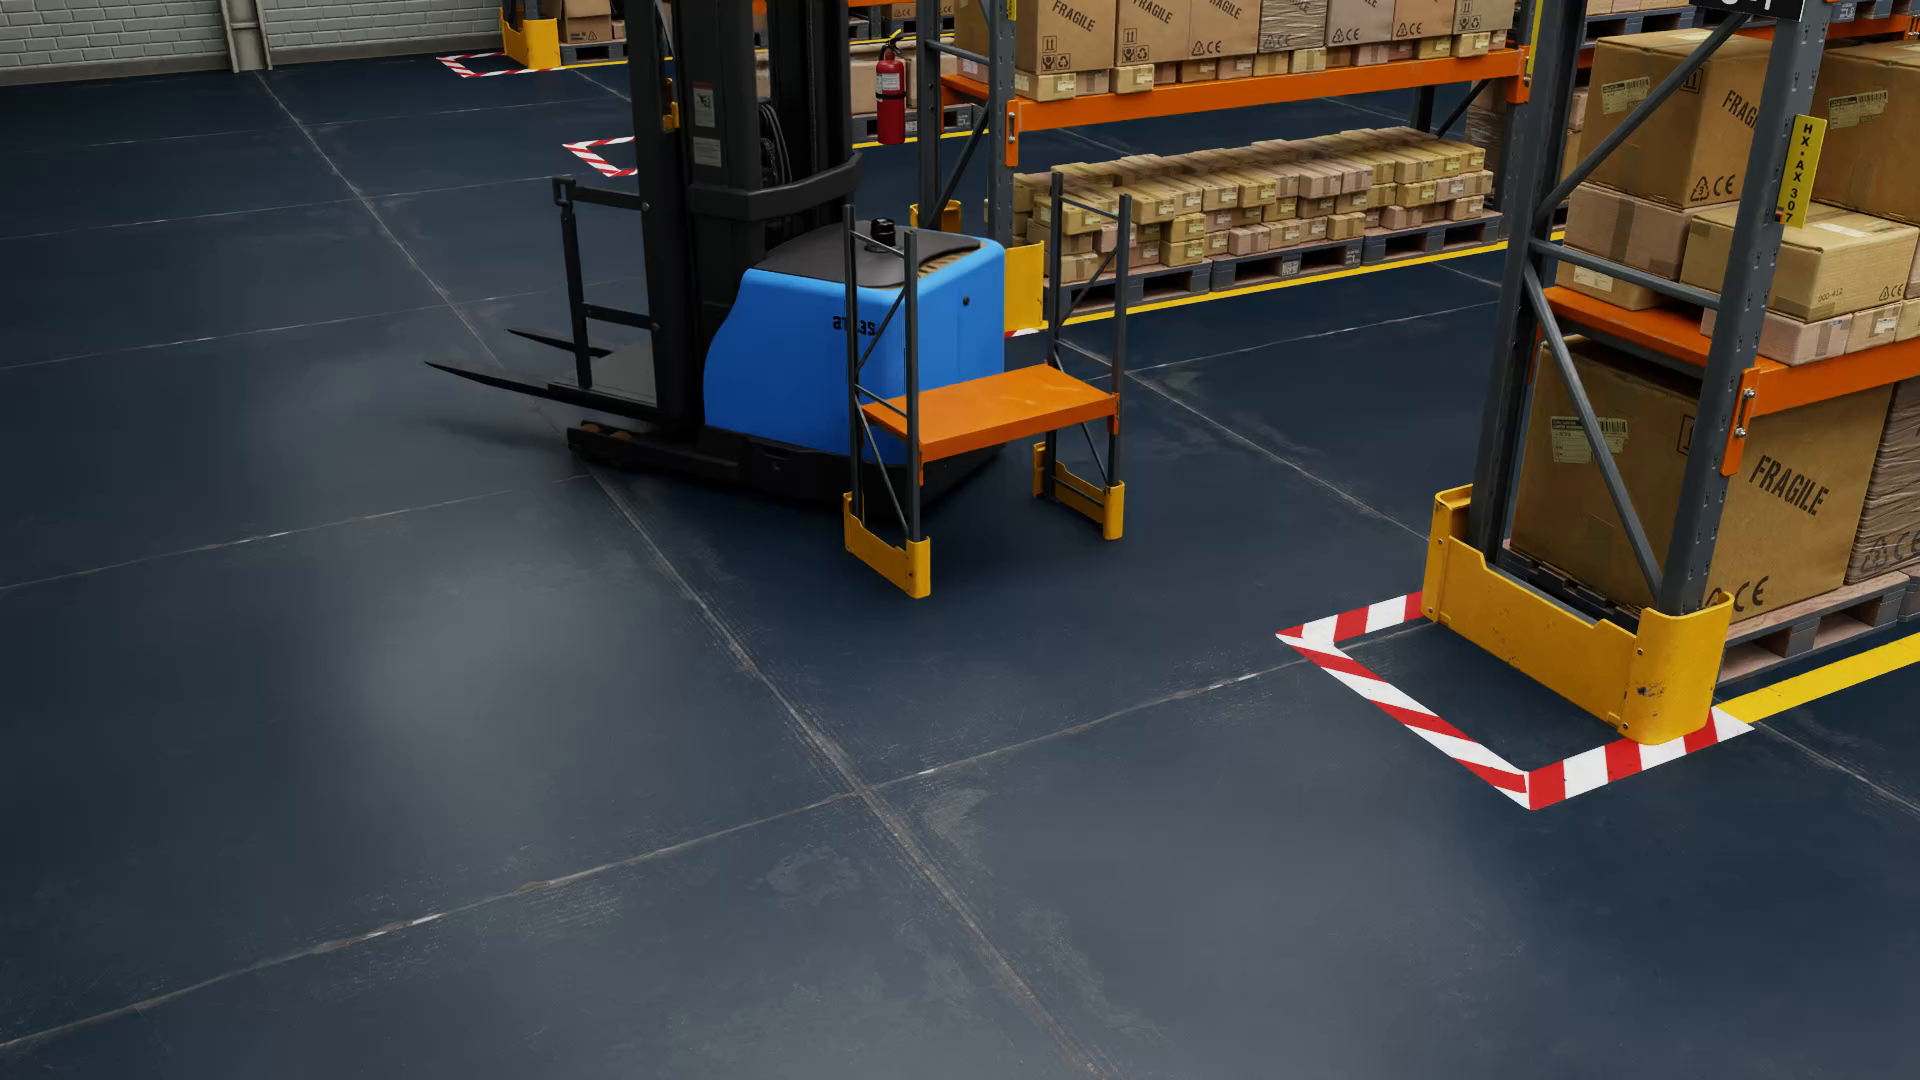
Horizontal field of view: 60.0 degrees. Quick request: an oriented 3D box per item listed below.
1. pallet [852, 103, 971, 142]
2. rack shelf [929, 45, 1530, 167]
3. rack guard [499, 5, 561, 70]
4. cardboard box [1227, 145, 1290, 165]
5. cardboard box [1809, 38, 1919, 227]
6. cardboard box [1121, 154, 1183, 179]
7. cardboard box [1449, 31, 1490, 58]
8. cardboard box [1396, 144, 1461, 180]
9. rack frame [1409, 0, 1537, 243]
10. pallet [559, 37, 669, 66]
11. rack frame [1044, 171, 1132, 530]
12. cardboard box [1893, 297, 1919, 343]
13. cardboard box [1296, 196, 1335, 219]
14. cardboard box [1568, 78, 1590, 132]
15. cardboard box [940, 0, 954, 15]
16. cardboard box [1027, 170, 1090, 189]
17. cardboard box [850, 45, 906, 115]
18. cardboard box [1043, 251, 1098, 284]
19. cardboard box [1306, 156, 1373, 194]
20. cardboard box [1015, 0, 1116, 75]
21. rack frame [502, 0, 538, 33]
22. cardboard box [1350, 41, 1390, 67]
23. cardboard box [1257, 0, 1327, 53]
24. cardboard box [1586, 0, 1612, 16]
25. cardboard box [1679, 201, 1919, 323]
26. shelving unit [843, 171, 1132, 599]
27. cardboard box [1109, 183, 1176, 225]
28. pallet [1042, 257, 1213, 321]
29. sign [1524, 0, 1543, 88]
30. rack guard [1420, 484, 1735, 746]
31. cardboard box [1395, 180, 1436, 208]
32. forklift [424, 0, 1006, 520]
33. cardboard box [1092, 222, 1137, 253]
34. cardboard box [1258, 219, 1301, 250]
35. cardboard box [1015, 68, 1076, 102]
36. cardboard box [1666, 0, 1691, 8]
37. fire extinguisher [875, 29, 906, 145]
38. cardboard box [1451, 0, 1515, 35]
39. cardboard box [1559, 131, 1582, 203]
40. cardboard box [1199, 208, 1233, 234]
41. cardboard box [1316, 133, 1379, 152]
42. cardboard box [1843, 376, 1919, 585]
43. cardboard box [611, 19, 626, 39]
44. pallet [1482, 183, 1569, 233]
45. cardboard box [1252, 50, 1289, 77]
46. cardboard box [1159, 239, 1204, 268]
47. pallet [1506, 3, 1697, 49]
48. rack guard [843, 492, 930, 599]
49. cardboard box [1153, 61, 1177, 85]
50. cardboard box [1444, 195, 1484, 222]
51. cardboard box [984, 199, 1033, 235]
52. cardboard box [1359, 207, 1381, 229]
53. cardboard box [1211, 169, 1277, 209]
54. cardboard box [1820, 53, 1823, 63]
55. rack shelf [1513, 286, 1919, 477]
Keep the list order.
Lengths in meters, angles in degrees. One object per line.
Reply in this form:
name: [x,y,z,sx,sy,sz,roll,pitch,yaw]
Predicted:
pallet: [-0.653,-3.859,15.044,1.213,0.211,1.003,-13,29,-25]
rack shelf: [1.786,-2.890,10.635,4.000,0.370,1.077,-13,29,-25]
rack guard: [-4.669,-5.460,18.045,0.348,0.500,1.175,-13,29,-25]
cardboard box: [1.995,-2.530,11.175,0.250,0.149,0.380,-14,29,-27]
cardboard box: [3.258,-1.393,5.649,0.500,0.500,0.500,-14,29,-26]
cardboard box: [1.256,-2.419,10.944,0.250,0.149,0.380,-12,28,-23]
cardboard box: [3.233,-3.267,10.879,0.250,0.149,0.380,-14,29,-26]
cardboard box: [3.153,-2.555,11.227,0.250,0.149,0.380,-13,28,-24]
rack frame: [3.551,-3.622,11.328,0.127,3.000,1.000,-13,29,-25]
pallet: [-3.966,-5.493,18.447,1.213,0.211,1.003,-13,29,-25]
rack frame: [0.538,-0.792,7.166,0.032,1.500,0.500,-16,30,-30]
cardboard box: [3.187,-0.830,5.804,0.250,0.149,0.380,-14,29,-26]
cardboard box: [2.233,-2.233,10.901,0.250,0.149,0.380,-14,29,-28]
cardboard box: [4.328,-3.072,11.719,0.500,0.250,0.500,-14,29,-27]
cardboard box: [-0.208,-6.574,19.879,0.500,0.500,0.500,-13,29,-26]
cardboard box: [0.618,-2.213,10.515,0.250,0.149,0.380,-12,28,-24]
cardboard box: [-1.058,-4.073,14.744,0.875,0.438,0.875,-12,28,-24]
cardboard box: [0.635,-1.696,10.125,0.250,0.149,0.380,-12,28,-24]
cardboard box: [2.476,-2.388,10.880,0.250,0.149,0.380,-15,29,-28]
cardboard box: [0.548,-2.972,9.516,0.500,0.500,0.500,-12,28,-23]
rack frame: [-4.736,-6.572,17.472,0.127,3.000,1.000,-13,29,-25]
cardboard box: [2.505,-3.125,10.584,0.250,0.149,0.380,-14,29,-27]
cardboard box: [1.893,-3.292,10.182,0.500,0.500,0.500,-14,29,-26]
cardboard box: [4.115,-3.602,11.092,0.250,0.149,0.380,-14,29,-28]
cardboard box: [2.817,-0.953,5.600,0.500,0.250,0.500,-14,29,-26]
shelving unit: [0.107,-0.668,6.908,1.083,1.500,0.587,-16,30,-30]
cardboard box: [1.113,-2.061,10.198,0.250,0.149,0.380,-13,29,-25]
pallet: [0.822,-1.717,10.583,1.213,0.211,1.003,-13,29,-25]
sign: [2.023,-1.731,5.778,0.005,0.325,0.100,-13,29,-25]
rack guard: [2.245,0.240,6.174,0.348,0.500,1.175,-13,29,-25]
cardboard box: [2.962,-2.353,11.151,0.250,0.149,0.380,-14,29,-27]
forklift: [-1.315,-1.859,7.736,3.031,2.935,1.130,14,29,26]
cardboard box: [0.873,-1.888,10.182,0.250,0.149,0.380,-13,29,-25]
cardboard box: [1.993,-2.016,10.792,0.250,0.149,0.380,-13,29,-25]
cardboard box: [0.462,-2.635,9.562,0.250,0.149,0.380,-13,29,-26]
cardboard box: [4.802,-3.761,11.423,0.250,0.149,0.380,-13,28,-25]
fire extinguisher: [-0.418,-2.729,9.989,0.183,0.674,0.296,-13,29,-25]
cardboard box: [3.257,-3.595,10.812,0.500,0.500,0.500,-13,29,-25]
cardboard box: [4.328,-2.733,11.880,0.500,0.500,0.500,-12,28,-23]
cardboard box: [1.514,-2.073,10.567,0.250,0.149,0.380,-14,29,-28]
cardboard box: [2.679,-2.699,11.528,0.250,0.149,0.380,-13,29,-26]
cardboard box: [3.597,-0.470,6.733,0.875,0.875,0.875,-13,29,-25]
cardboard box: [-3.758,-5.636,18.332,0.250,0.149,0.380,-14,29,-27]
pallet: [4.237,-2.524,12.263,1.213,0.211,1.003,-13,29,-25]
cardboard box: [1.814,-2.972,10.264,0.250,0.149,0.380,-12,28,-23]
cardboard box: [1.320,-1.844,10.433,0.250,0.149,0.380,-13,28,-24]
pallet: [4.294,-3.635,11.578,1.213,0.211,1.003,-13,29,-25]
rack guard: [-0.309,0.014,6.931,0.087,0.250,0.587,-16,30,-30]
cardboard box: [1.094,-2.842,9.993,0.250,0.149,0.380,-12,28,-23]
cardboard box: [3.366,-2.316,11.417,0.250,0.149,0.380,-13,28,-24]
cardboard box: [0.353,-2.062,10.544,0.250,0.149,0.380,-14,29,-26]
cardboard box: [2.605,-2.209,11.194,0.250,0.149,0.380,-14,29,-26]
cardboard box: [1.796,-2.232,10.554,0.250,0.149,0.380,-13,28,-24]
cardboard box: [6.601,-3.598,12.814,0.500,0.250,0.500,-14,29,-26]
rack shelf: [4.031,-0.975,6.647,4.000,0.370,1.077,-13,29,-25]
